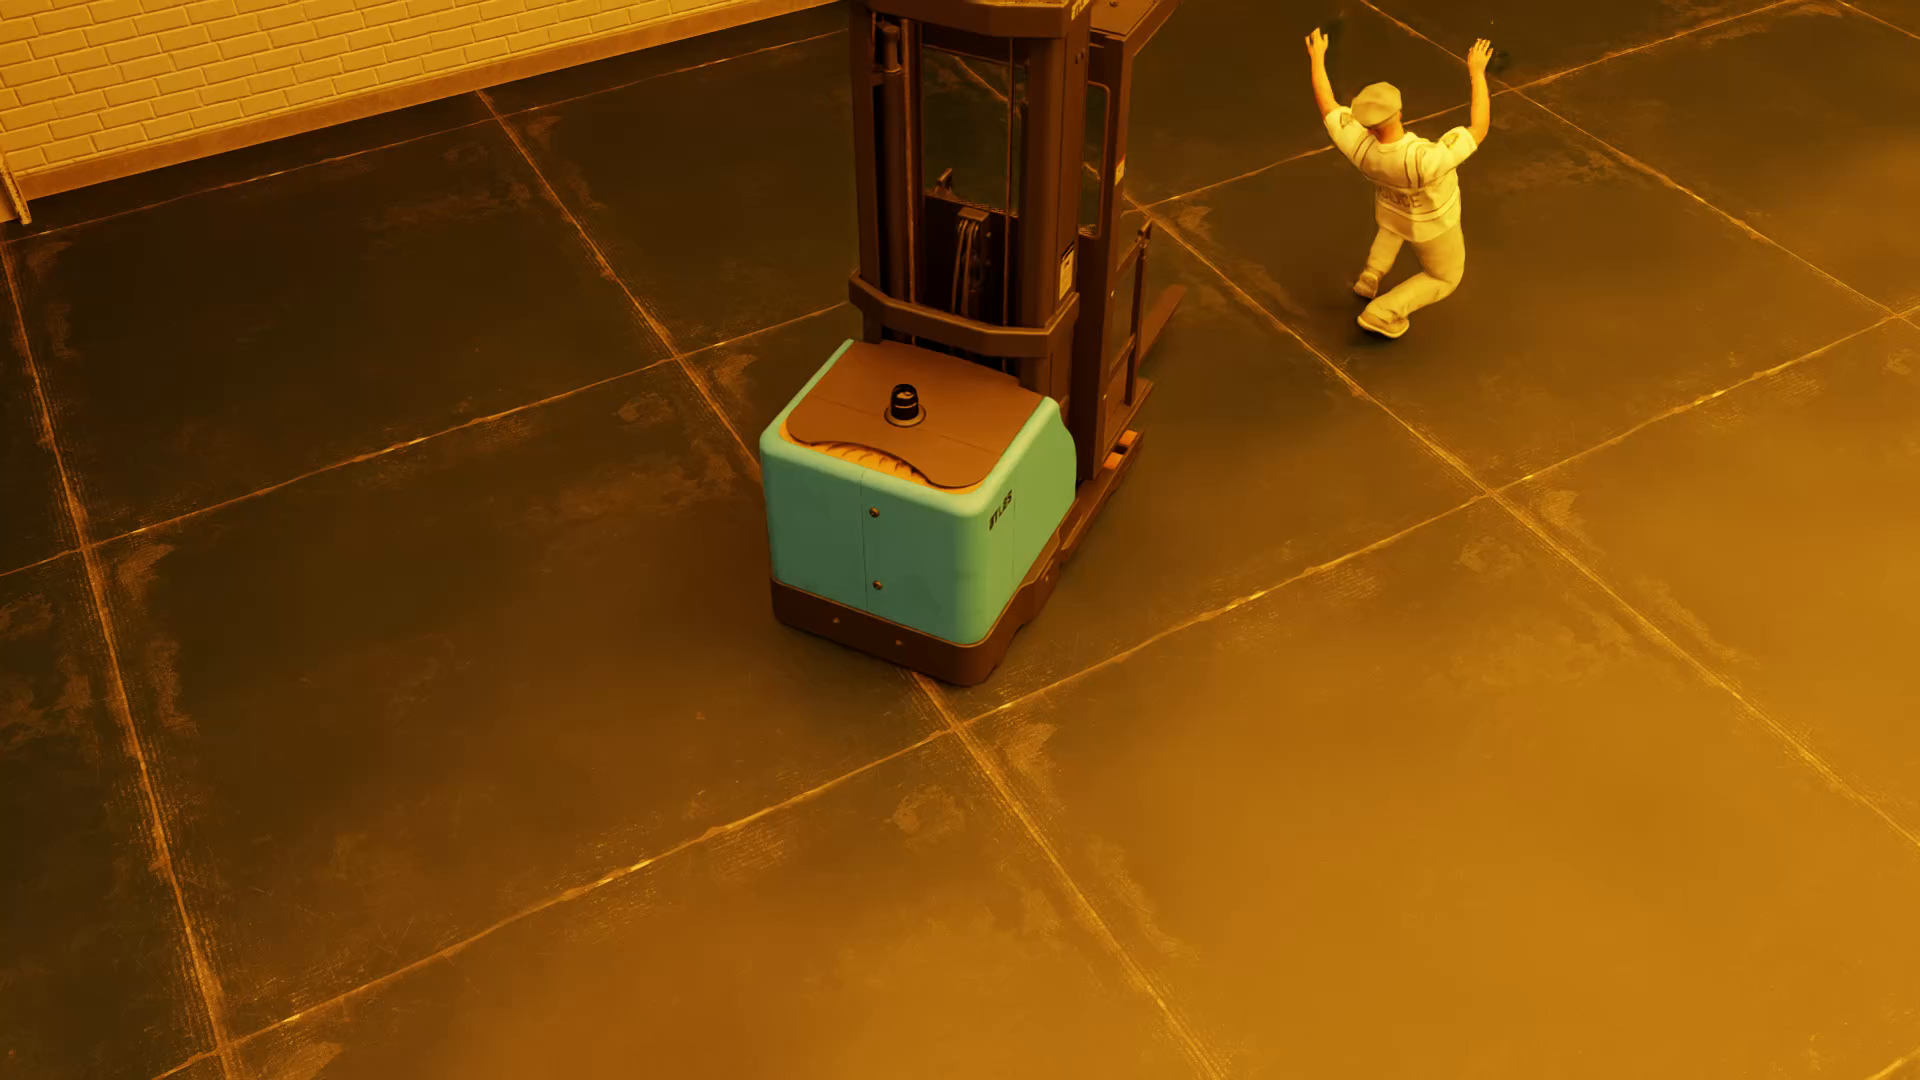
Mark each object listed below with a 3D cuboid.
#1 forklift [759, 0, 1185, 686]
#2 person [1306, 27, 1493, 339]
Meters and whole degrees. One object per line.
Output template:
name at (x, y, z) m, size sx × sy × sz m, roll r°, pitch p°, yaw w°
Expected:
forklift at (0.261, -1.459, 7.271) m, size 1.130 × 2.935 × 3.031 m, roll 18°, pitch 46°, yaw 19°
person at (2.209, -1.887, 8.714) m, size 0.857 × 1.685 × 1.078 m, roll -28°, pitch 50°, yaw -27°
